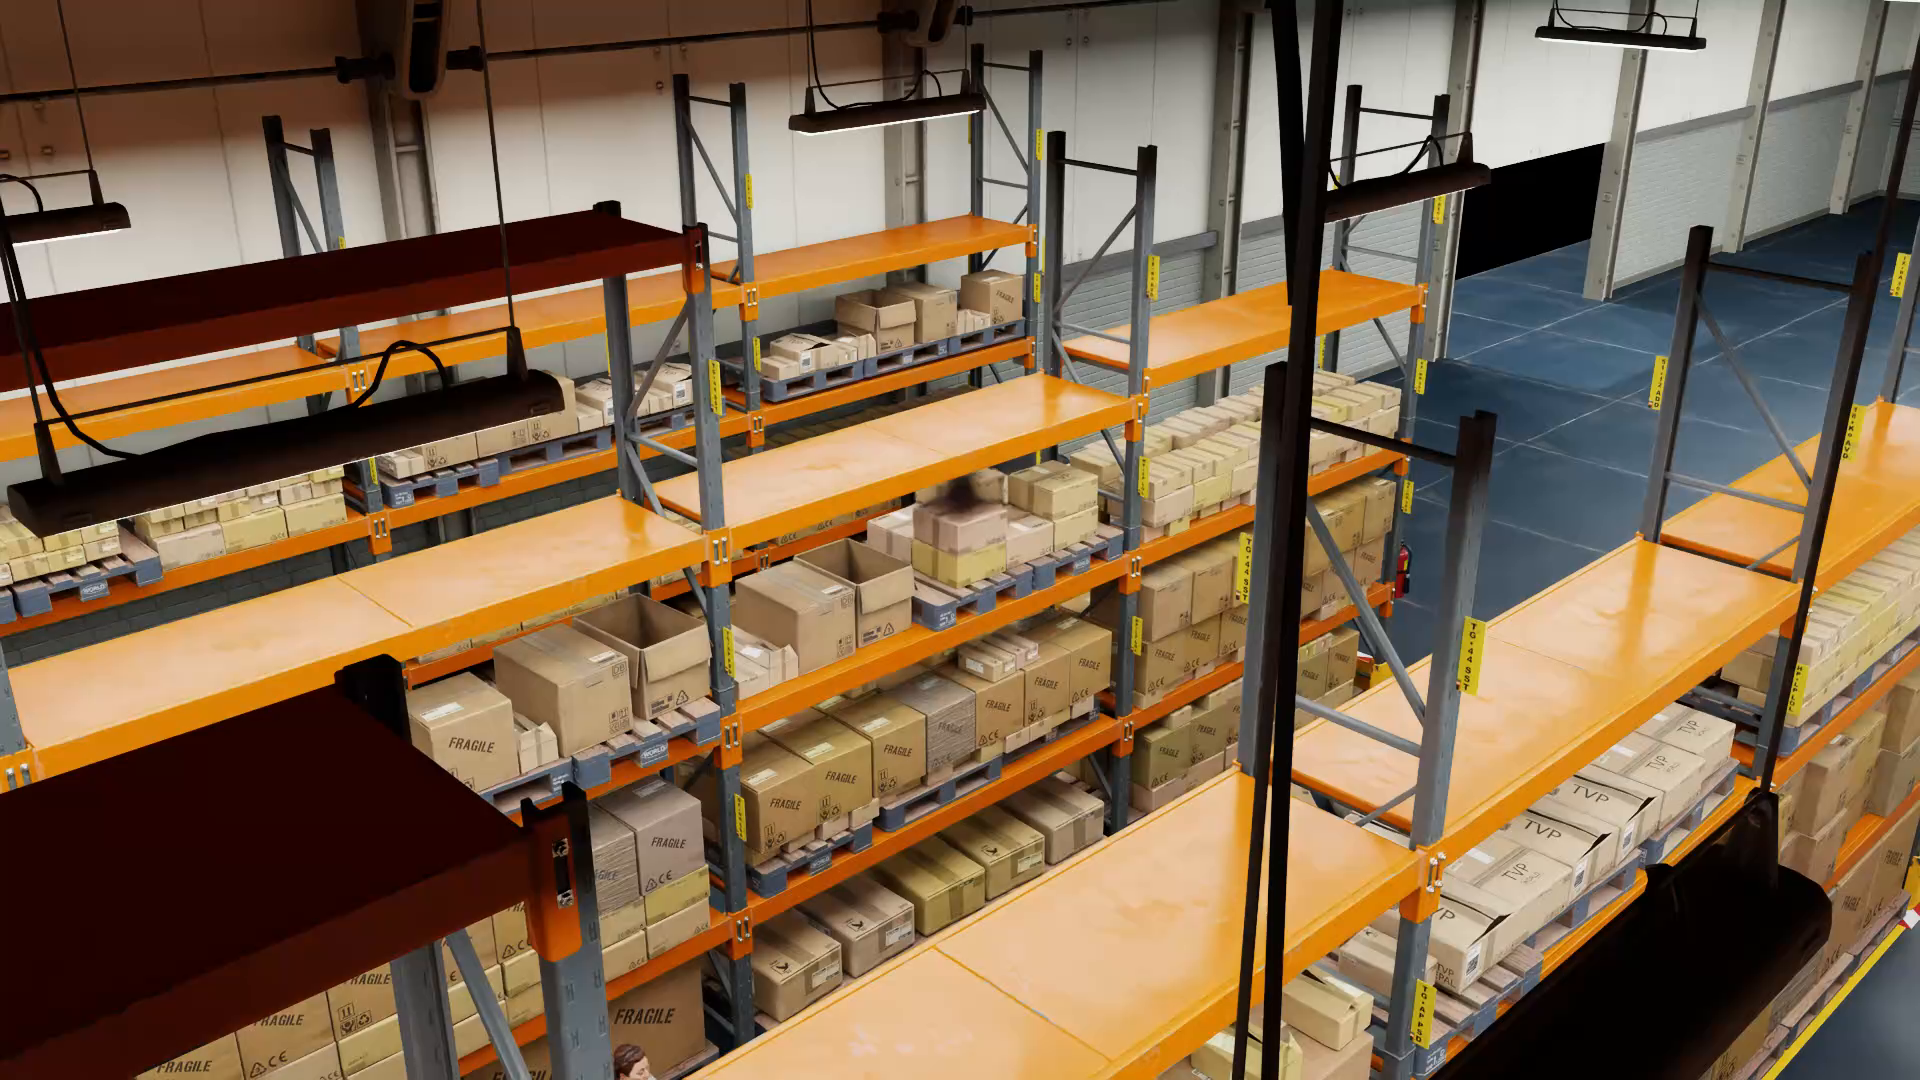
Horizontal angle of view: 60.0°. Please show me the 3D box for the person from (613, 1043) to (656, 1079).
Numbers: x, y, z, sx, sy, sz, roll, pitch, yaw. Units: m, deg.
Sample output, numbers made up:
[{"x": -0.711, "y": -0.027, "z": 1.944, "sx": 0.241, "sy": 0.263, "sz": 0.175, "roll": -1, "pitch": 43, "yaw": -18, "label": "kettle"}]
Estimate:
[{"x": -1.837, "y": 3.688, "z": 9.765, "sx": 0.490, "sy": 1.686, "sz": 0.512, "roll": 16, "pitch": 27, "yaw": 34, "label": "person"}]
